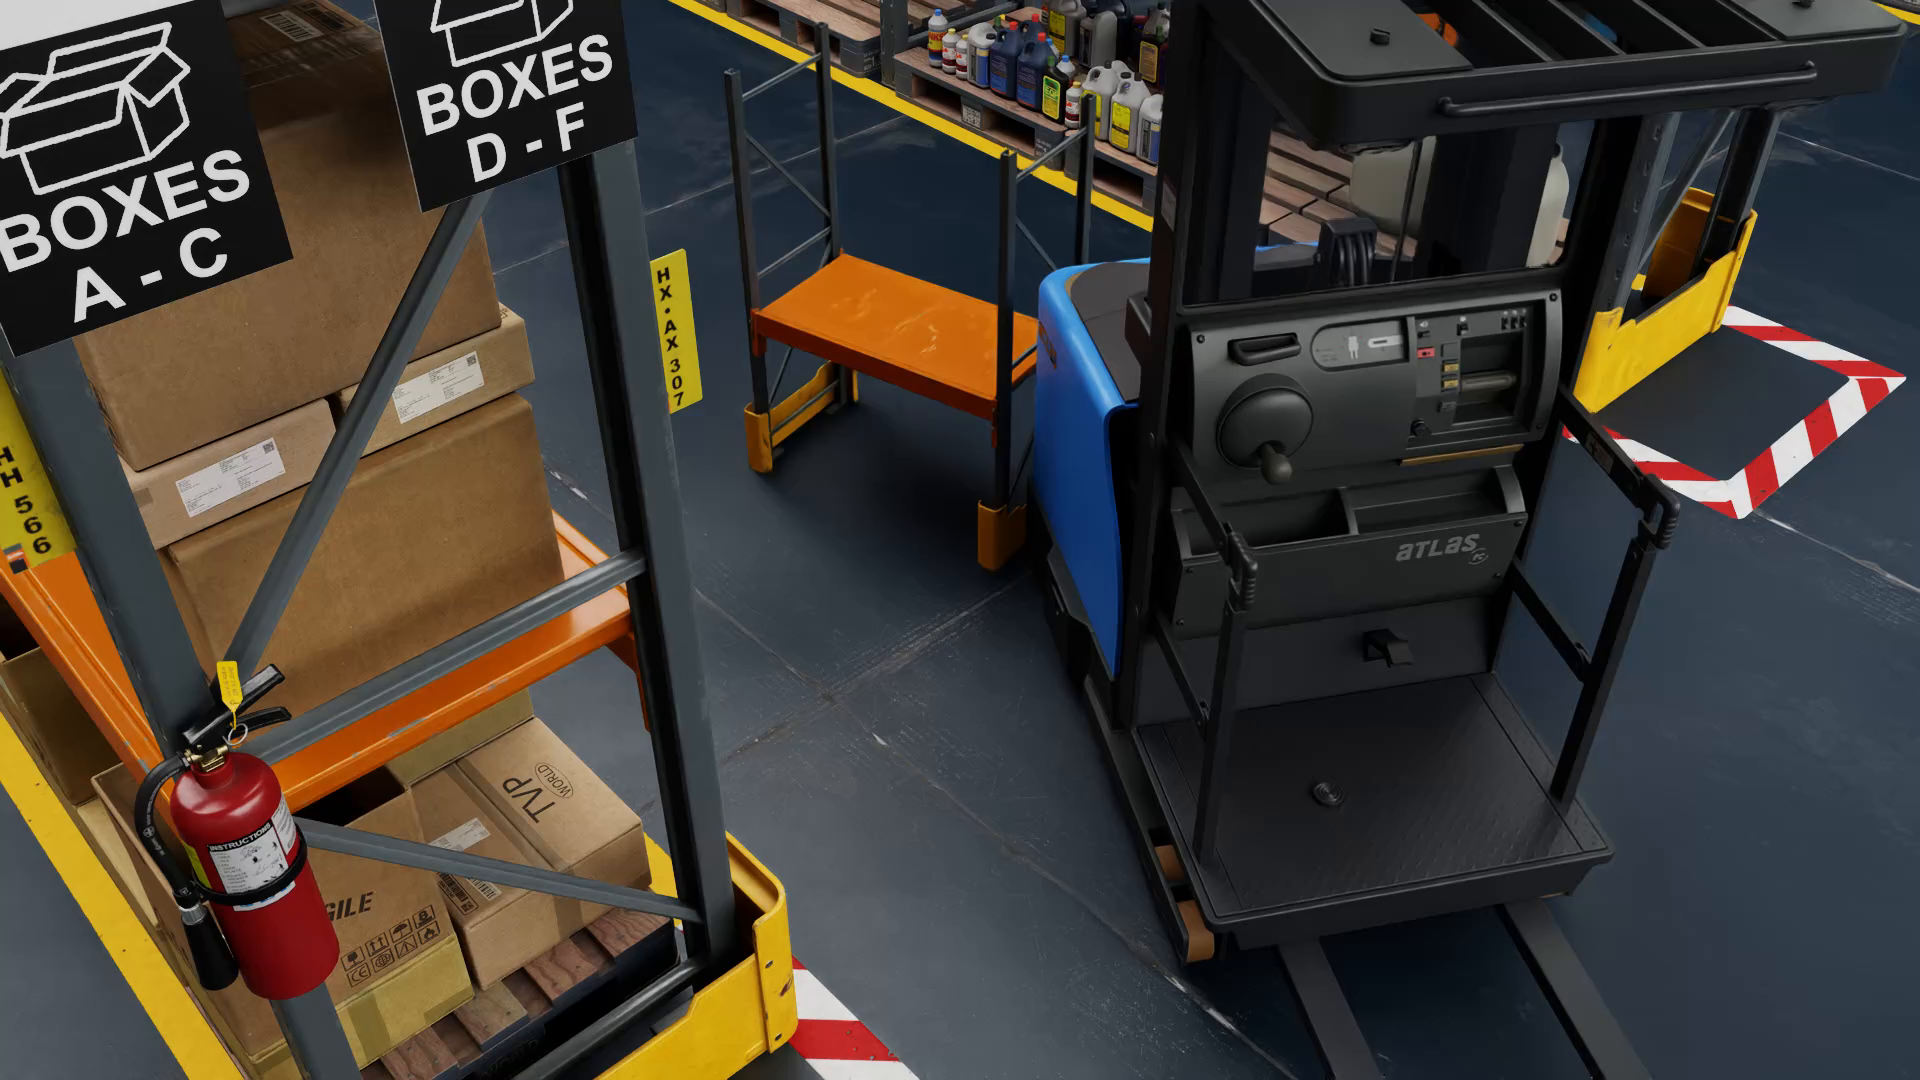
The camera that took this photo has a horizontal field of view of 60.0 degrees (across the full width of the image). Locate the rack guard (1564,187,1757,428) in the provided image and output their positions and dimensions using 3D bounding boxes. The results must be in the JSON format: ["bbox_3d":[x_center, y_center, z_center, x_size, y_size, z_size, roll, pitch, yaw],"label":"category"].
[{"bbox_3d":[2.618,-0.924,6.496,1.175,0.500,0.348,-30,48,-32],"label":"rack guard"}]

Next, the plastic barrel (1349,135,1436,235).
[{"bbox_3d":[1.863,-1.581,6.966,0.421,0.512,0.421,0,39,0],"label":"plastic barrel"}]

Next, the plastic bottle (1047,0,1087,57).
[{"bbox_3d":[0.540,-2.636,8.385,0.144,0.351,0.185,-30,48,-32],"label":"plastic bottle"}]

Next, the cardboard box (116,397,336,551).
[{"bbox_3d":[-1.346,-0.165,2.971,0.380,0.149,0.250,-31,48,-32],"label":"cardboard box"}]

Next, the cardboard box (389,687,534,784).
[{"bbox_3d":[-1.486,0.263,4.294,0.500,0.500,0.500,-30,48,-32],"label":"cardboard box"}]

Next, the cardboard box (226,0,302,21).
[{"bbox_3d":[-1.649,-0.809,3.252,0.700,0.500,0.500,-31,48,-33],"label":"cardboard box"}]

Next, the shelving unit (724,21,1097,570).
[{"bbox_3d":[-0.167,-0.818,5.570,1.083,1.500,0.587,23,44,25],"label":"shelving unit"}]

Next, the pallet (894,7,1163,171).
[{"bbox_3d":[0.422,-2.319,8.453,1.003,0.211,1.213,-30,48,-32],"label":"pallet"}]

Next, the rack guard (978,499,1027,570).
[{"bbox_3d":[0.248,-0.159,5.748,0.087,0.250,0.587,23,44,25],"label":"rack guard"}]

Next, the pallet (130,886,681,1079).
[{"bbox_3d":[-1.495,0.971,4.380,1.003,0.211,1.213,-30,48,-32],"label":"pallet"}]

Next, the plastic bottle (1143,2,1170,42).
[{"bbox_3d":[0.995,-2.459,8.166,0.144,0.351,0.185,-30,48,-32],"label":"plastic bottle"}]

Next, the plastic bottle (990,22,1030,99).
[{"bbox_3d":[0.239,-2.323,7.997,0.144,0.351,0.185,-29,47,-31],"label":"plastic bottle"}]

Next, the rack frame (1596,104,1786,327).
[{"bbox_3d":[2.704,-1.881,5.692,1.000,3.000,0.127,-30,48,-32],"label":"rack frame"}]

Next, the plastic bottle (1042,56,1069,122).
[{"bbox_3d":[0.447,-2.115,7.794,0.061,0.283,0.133,-28,47,-30],"label":"plastic bottle"}]

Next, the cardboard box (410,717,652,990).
[{"bbox_3d":[-1.146,0.786,4.244,0.500,0.250,0.500,-30,48,-32],"label":"cardboard box"}]

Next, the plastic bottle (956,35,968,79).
[{"bbox_3d":[0.029,-2.387,8.195,0.097,0.201,0.097,0,39,0],"label":"plastic bottle"}]

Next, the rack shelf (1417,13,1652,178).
[{"bbox_3d":[1.351,-2.527,7.064,1.077,0.370,4.000,-30,48,-32],"label":"rack shelf"}]

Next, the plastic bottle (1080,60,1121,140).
[{"bbox_3d":[0.654,-2.039,7.646,0.144,0.351,0.185,-30,48,-32],"label":"plastic bottle"}]

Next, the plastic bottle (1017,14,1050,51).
[{"bbox_3d":[0.345,-2.384,8.073,0.144,0.351,0.185,-30,48,-32],"label":"plastic bottle"}]

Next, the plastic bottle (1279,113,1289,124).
[{"bbox_3d":[1.568,-2.080,7.749,0.061,0.283,0.133,-29,47,-31],"label":"plastic bottle"}]

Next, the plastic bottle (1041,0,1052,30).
[{"bbox_3d":[0.473,-2.780,8.681,0.097,0.201,0.097,0,39,0],"label":"plastic bottle"}]

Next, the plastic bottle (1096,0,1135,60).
[{"bbox_3d":[0.776,-2.609,8.351,0.185,0.351,0.144,32,49,33],"label":"plastic bottle"}]

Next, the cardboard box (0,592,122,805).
[{"bbox_3d":[-2.216,0.258,4.300,0.500,0.500,0.500,-30,48,-32],"label":"cardboard box"}]

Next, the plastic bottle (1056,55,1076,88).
[{"bbox_3d":[0.494,-2.153,7.849,0.097,0.271,0.097,0,39,0],"label":"plastic bottle"}]

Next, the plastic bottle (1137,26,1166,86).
[{"bbox_3d":[0.937,-2.378,8.118,0.061,0.283,0.133,-30,48,-32],"label":"plastic bottle"}]

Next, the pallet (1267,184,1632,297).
[{"bbox_3d":[2.072,-1.190,7.055,1.003,0.211,1.213,-30,48,-32],"label":"pallet"}]

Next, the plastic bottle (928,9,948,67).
[{"bbox_3d":[-0.109,-2.508,8.290,0.097,0.271,0.097,0,39,0],"label":"plastic bottle"}]

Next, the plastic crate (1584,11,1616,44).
[{"bbox_3d":[2.145,-1.928,5.868,0.499,0.251,0.616,-30,48,-32],"label":"plastic crate"}]

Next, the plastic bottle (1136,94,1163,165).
[{"bbox_3d":[0.895,-1.849,7.470,0.152,0.276,0.135,-31,48,-33],"label":"plastic bottle"}]

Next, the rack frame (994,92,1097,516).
[{"bbox_3d":[0.264,-0.639,5.347,0.032,1.500,0.500,23,44,25],"label":"rack frame"}]

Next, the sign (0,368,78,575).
[{"bbox_3d":[-1.356,-0.096,2.372,0.100,0.325,0.005,-30,48,-32],"label":"sign"}]

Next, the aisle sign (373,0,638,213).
[{"bbox_3d":[-0.677,-0.889,2.395,0.394,0.787,0.004,-30,48,-32],"label":"aisle sign"}]

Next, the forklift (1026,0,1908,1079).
[{"bbox_3d":[1.036,-0.293,3.780,1.130,2.935,3.031,-8,40,-9],"label":"forklift"}]

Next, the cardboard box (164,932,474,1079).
[{"bbox_3d":[-1.528,1.006,3.972,0.500,0.250,0.500,-30,48,-32],"label":"cardboard box"}]

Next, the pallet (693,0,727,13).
[{"bbox_3d":[-1.391,-3.559,9.989,1.003,0.211,1.213,-30,48,-32],"label":"pallet"}]

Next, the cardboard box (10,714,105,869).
[{"bbox_3d":[-2.214,0.549,4.537,0.500,0.250,0.500,-30,48,-32],"label":"cardboard box"}]

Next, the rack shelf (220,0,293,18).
[{"bbox_3d":[-2.300,-1.591,3.517,1.077,0.370,4.000,-30,48,-32],"label":"rack shelf"}]
